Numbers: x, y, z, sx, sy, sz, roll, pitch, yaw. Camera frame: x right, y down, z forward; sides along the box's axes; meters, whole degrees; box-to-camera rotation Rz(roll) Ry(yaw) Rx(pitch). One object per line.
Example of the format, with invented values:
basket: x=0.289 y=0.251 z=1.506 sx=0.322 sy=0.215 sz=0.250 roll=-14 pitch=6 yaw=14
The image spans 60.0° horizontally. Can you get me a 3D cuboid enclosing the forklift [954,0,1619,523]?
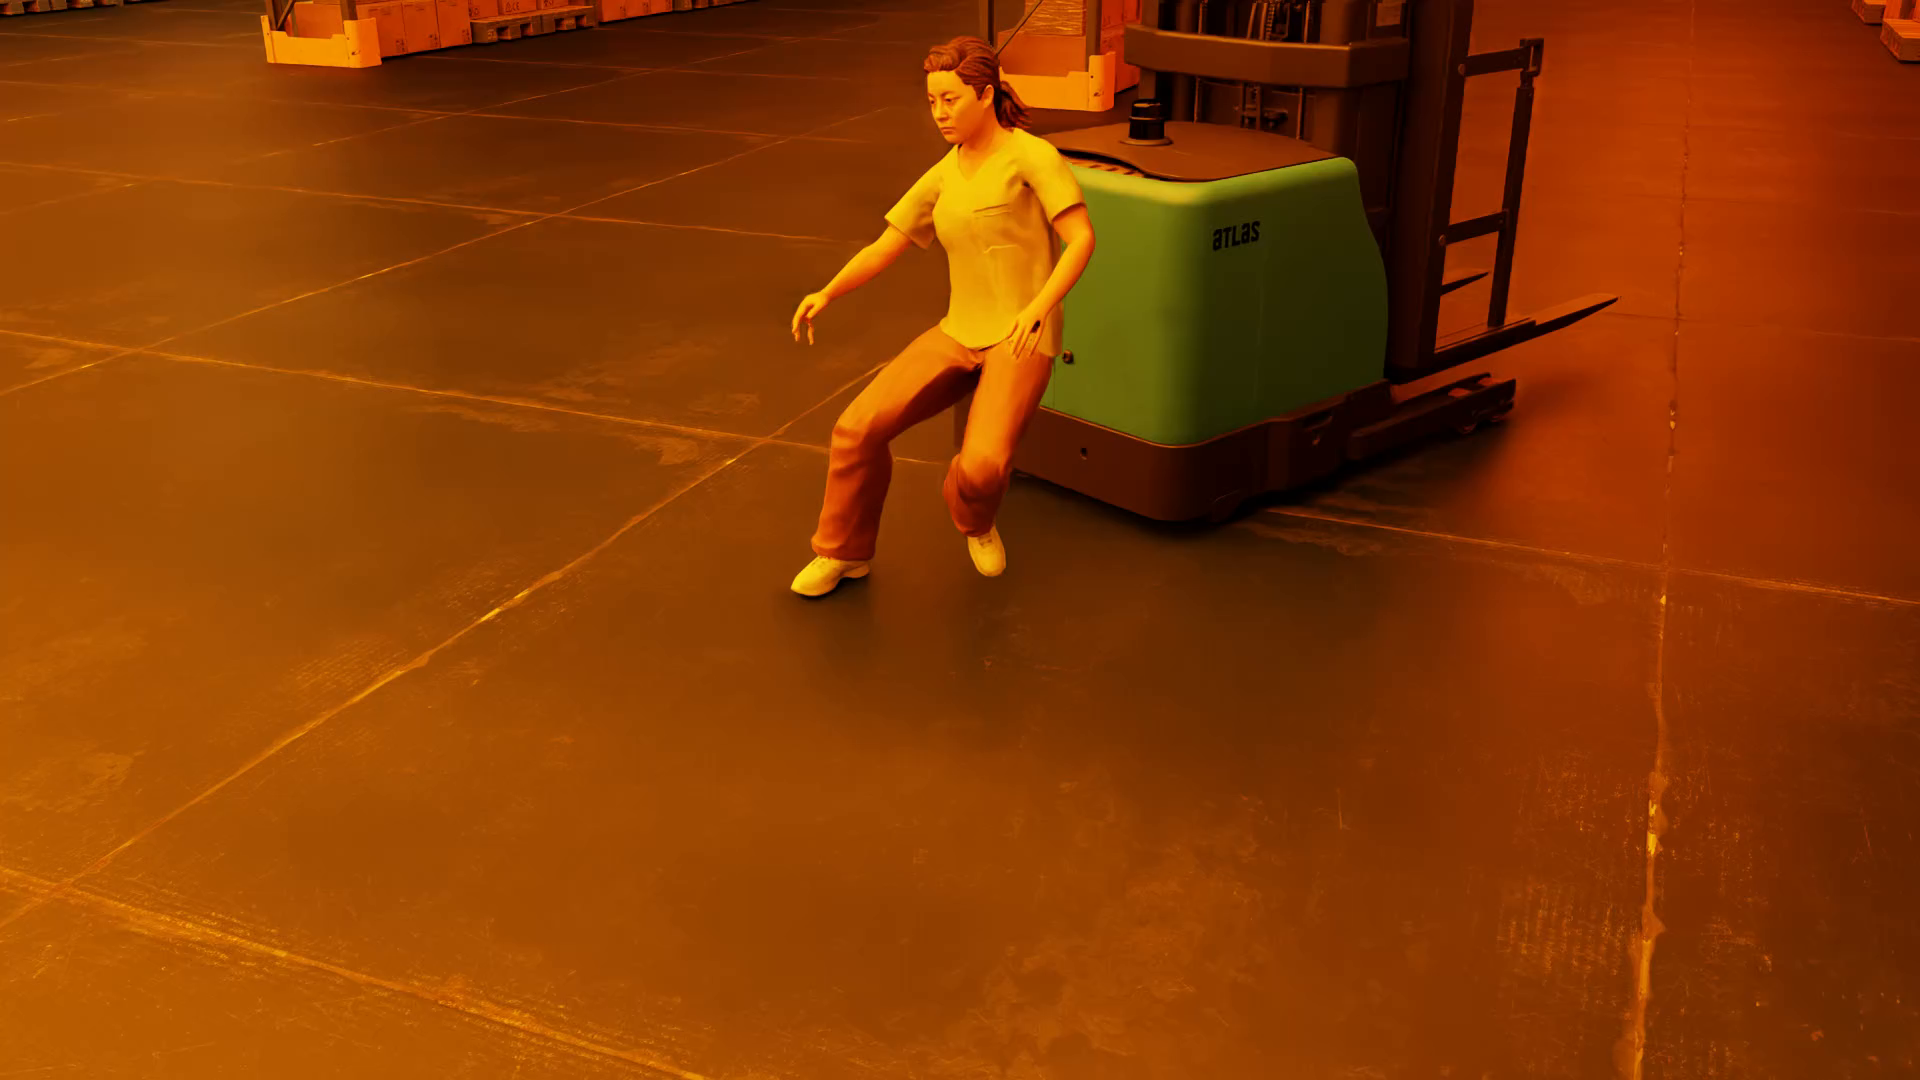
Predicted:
forklift: x=1.409 y=-1.867 z=5.758 sx=3.031 sy=2.935 sz=1.130 roll=-19 pitch=29 yaw=-38

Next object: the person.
person: x=-0.051 y=-0.533 z=4.400 sx=0.760 sy=1.512 sz=0.689 roll=18 pitch=29 yaw=36
